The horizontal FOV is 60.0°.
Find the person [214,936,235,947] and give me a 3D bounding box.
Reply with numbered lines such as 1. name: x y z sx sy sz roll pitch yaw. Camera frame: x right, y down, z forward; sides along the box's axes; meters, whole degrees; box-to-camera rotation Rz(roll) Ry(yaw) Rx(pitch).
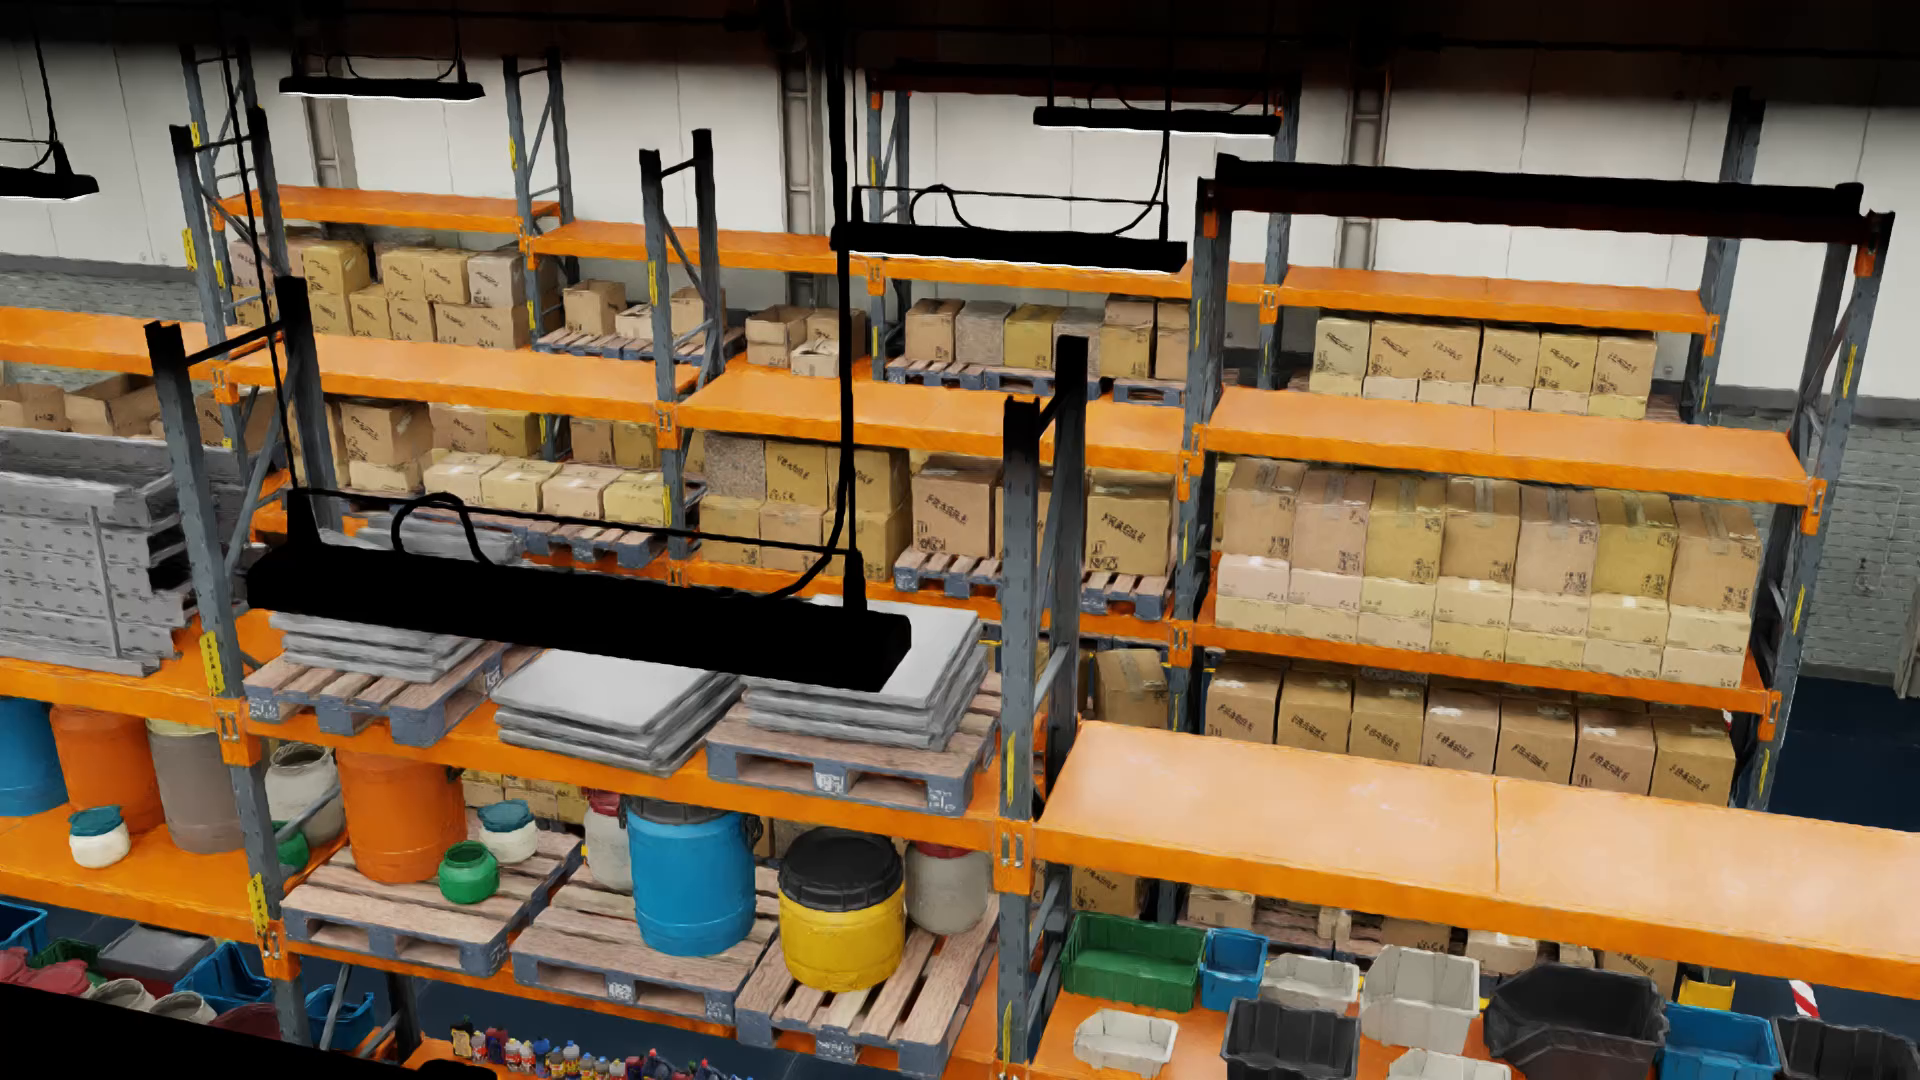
1. person: -5.113 3.075 11.244 1.011 1.605 0.446 10 25 23
